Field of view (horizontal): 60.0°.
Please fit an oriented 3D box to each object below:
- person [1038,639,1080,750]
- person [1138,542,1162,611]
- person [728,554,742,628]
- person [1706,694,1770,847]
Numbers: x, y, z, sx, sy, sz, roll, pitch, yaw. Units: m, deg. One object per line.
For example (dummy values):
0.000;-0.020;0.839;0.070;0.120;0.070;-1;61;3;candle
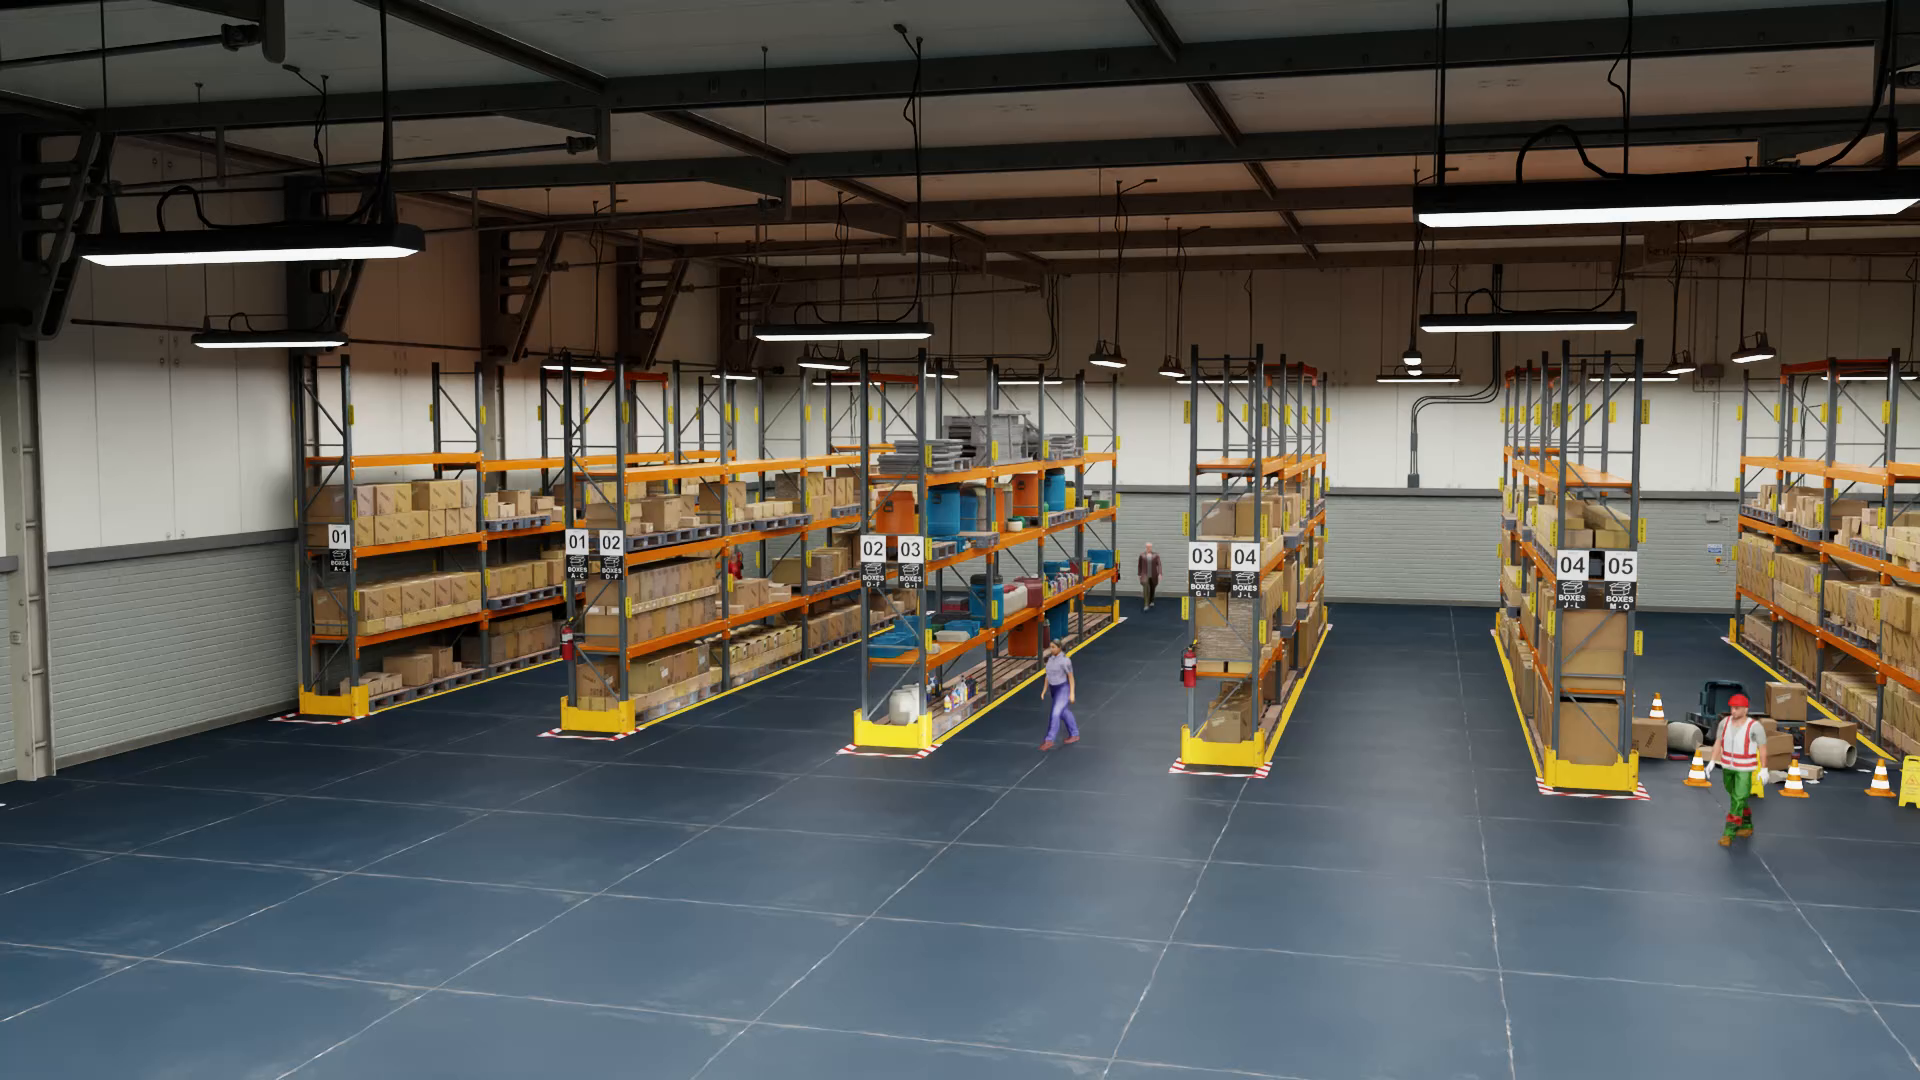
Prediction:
1.469;2.295;25.104;0.878;1.606;0.536;-2;5;-25;person
4.871;0.923;42.640;0.604;1.727;1.160;0;4;2;person
-5.390;1.196;39.309;0.470;1.733;0.592;-3;5;-31;person
9.020;2.659;19.379;1.031;1.726;0.574;-3;5;-32;person
